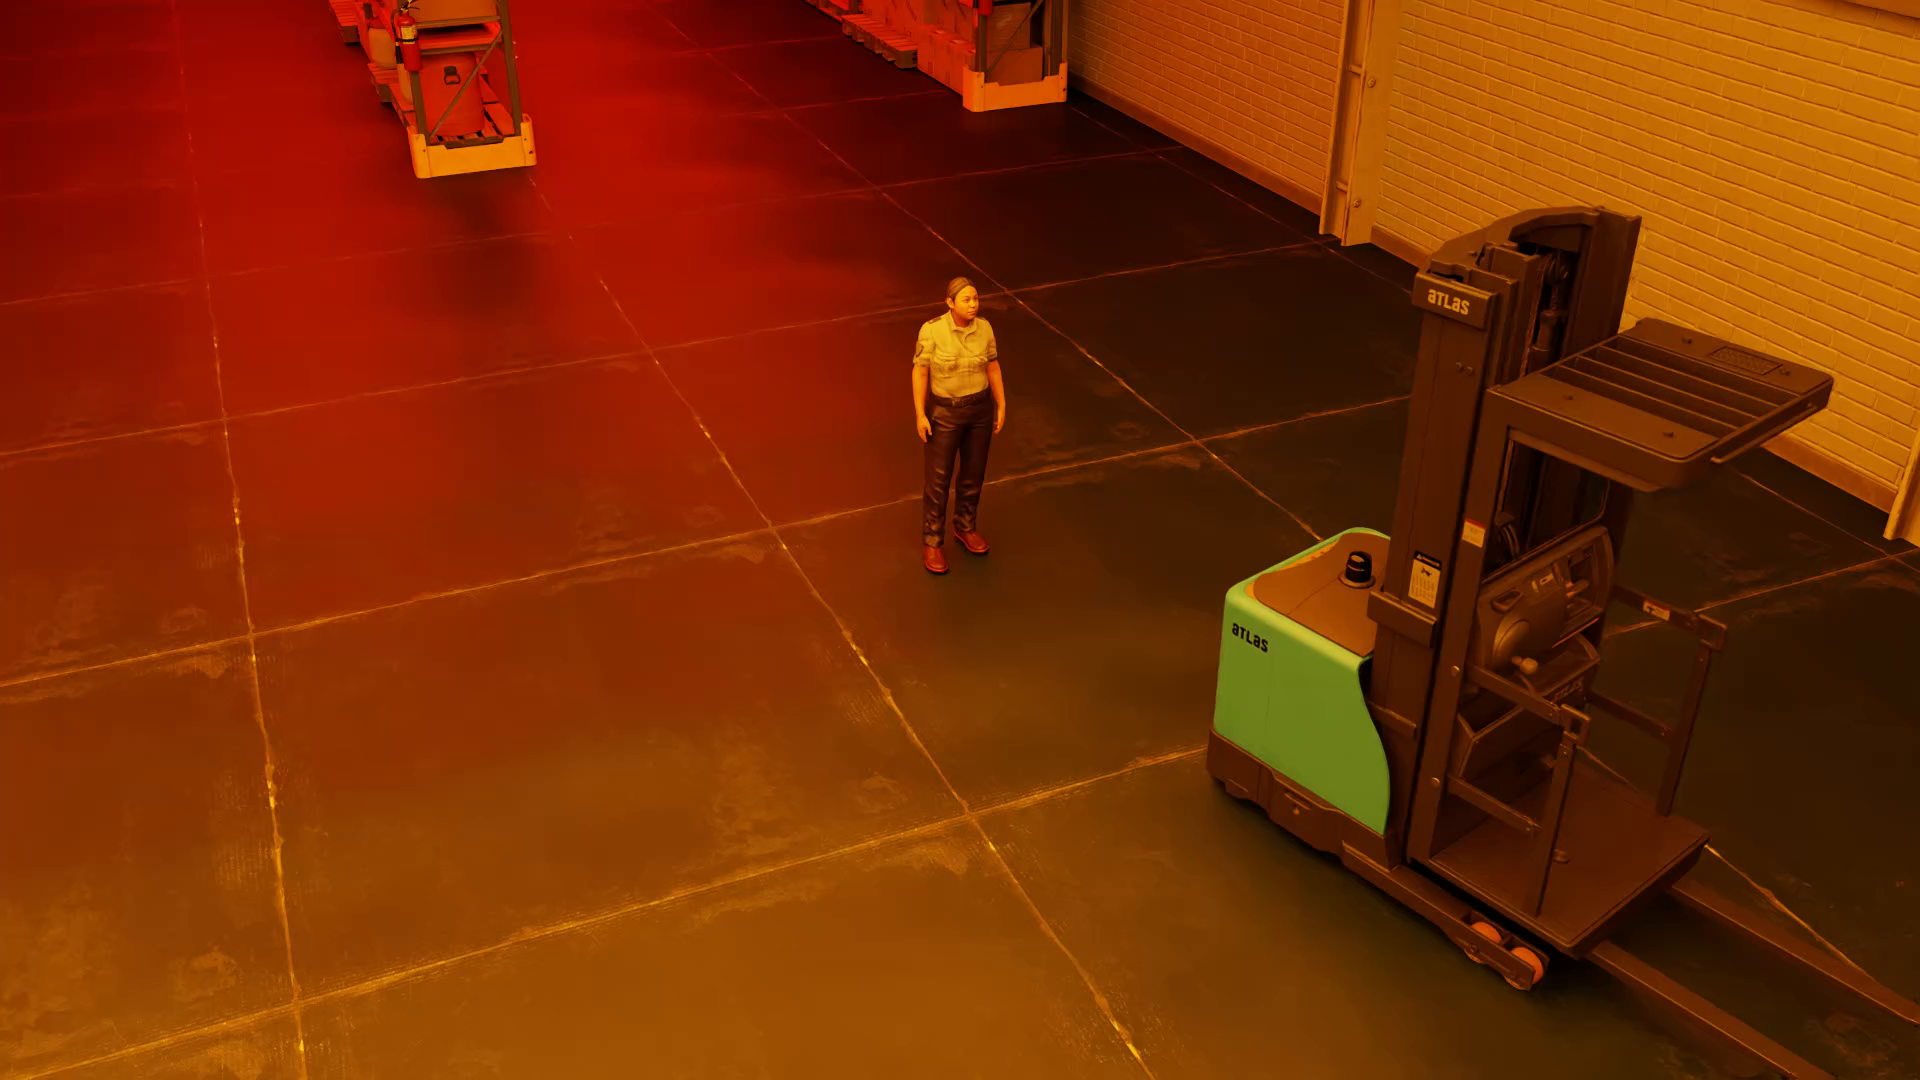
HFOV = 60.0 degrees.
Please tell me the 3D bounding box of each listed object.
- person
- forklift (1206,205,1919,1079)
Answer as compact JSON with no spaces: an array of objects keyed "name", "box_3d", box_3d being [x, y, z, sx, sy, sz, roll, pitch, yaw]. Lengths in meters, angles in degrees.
[{"name":"person","box_3d":[0.015,-0.677,9.580,0.598,1.651,0.503,-12,32,-20]},{"name":"forklift","box_3d":[2.514,0.290,6.612,1.130,2.935,3.031,-22,37,-34]}]
